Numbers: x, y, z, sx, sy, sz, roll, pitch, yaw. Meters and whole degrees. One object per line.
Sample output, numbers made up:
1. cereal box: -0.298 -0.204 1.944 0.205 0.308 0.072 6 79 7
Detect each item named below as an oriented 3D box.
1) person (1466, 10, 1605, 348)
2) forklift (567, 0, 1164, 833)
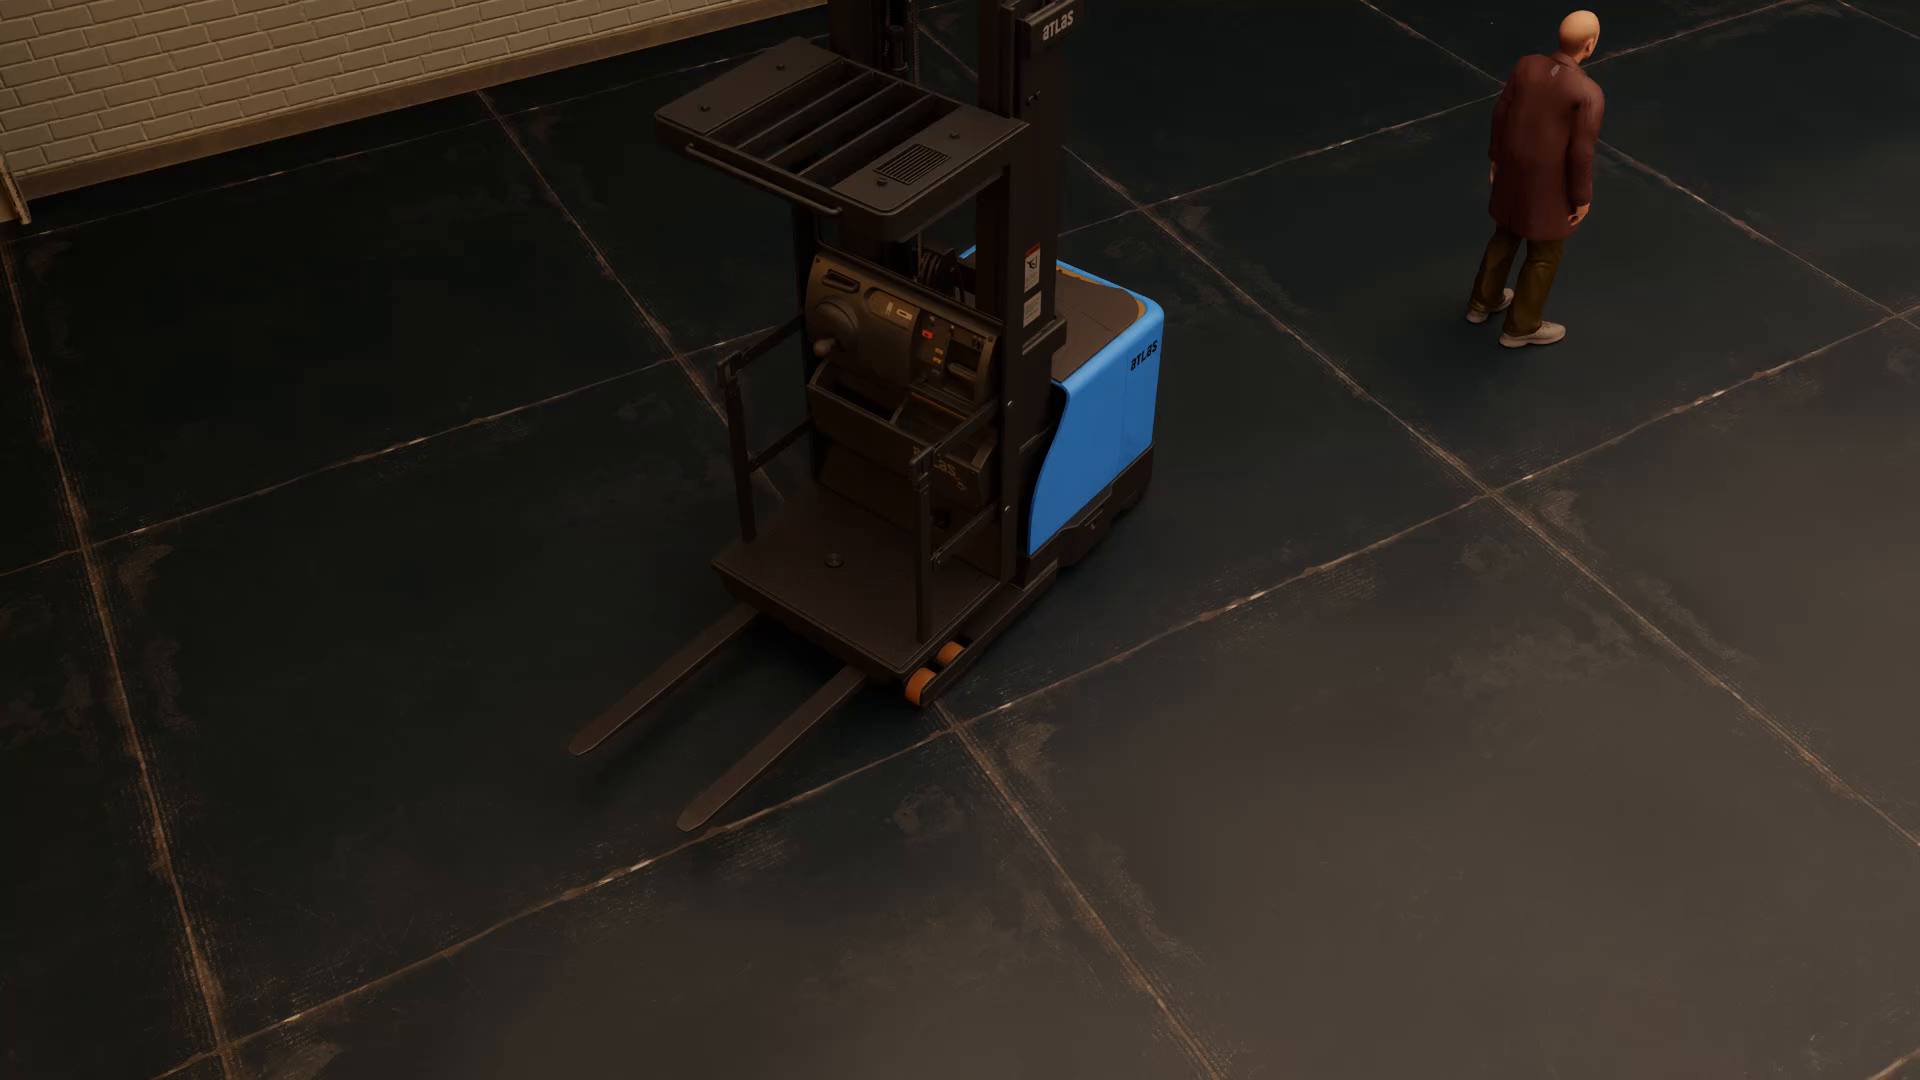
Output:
1. person: 2.969 -1.852 8.546 0.433 1.773 0.652 -23 48 -23
2. forklift: -0.375 -0.749 6.505 1.130 2.935 3.031 28 50 27
